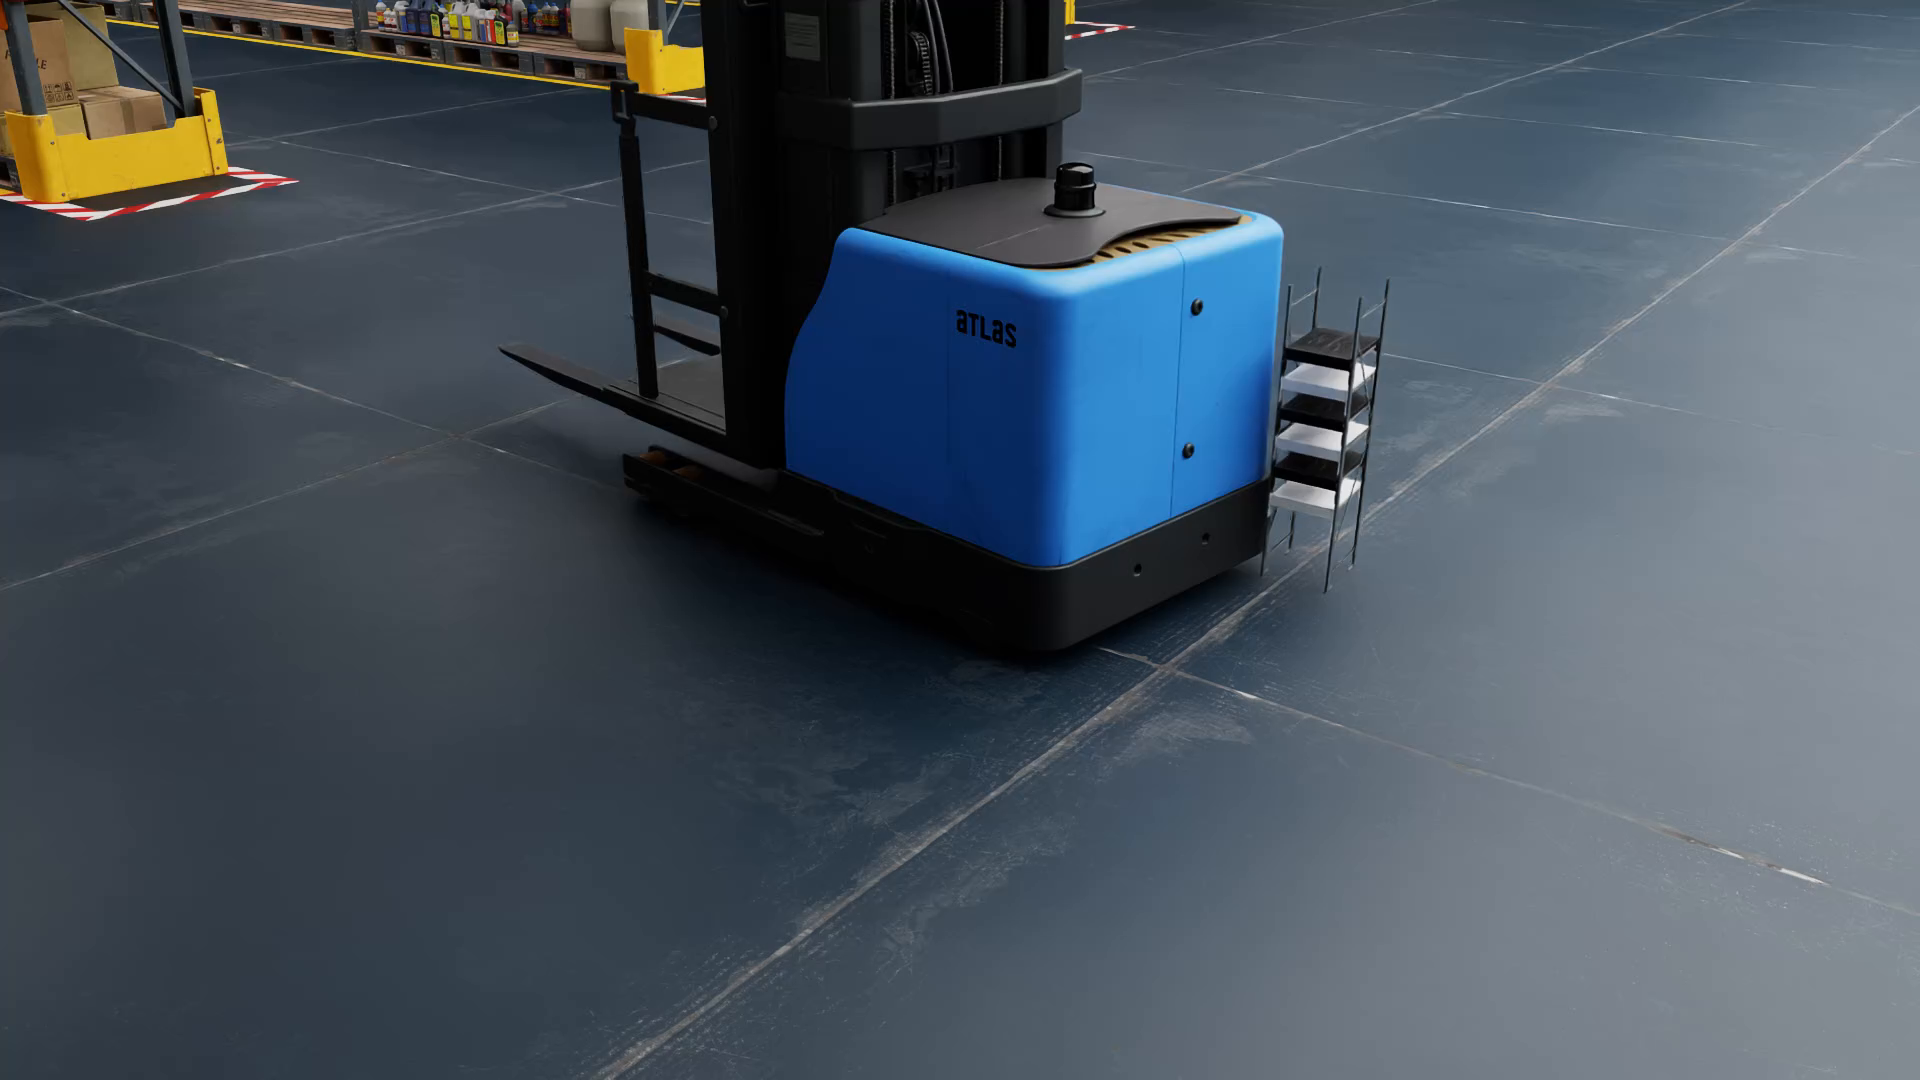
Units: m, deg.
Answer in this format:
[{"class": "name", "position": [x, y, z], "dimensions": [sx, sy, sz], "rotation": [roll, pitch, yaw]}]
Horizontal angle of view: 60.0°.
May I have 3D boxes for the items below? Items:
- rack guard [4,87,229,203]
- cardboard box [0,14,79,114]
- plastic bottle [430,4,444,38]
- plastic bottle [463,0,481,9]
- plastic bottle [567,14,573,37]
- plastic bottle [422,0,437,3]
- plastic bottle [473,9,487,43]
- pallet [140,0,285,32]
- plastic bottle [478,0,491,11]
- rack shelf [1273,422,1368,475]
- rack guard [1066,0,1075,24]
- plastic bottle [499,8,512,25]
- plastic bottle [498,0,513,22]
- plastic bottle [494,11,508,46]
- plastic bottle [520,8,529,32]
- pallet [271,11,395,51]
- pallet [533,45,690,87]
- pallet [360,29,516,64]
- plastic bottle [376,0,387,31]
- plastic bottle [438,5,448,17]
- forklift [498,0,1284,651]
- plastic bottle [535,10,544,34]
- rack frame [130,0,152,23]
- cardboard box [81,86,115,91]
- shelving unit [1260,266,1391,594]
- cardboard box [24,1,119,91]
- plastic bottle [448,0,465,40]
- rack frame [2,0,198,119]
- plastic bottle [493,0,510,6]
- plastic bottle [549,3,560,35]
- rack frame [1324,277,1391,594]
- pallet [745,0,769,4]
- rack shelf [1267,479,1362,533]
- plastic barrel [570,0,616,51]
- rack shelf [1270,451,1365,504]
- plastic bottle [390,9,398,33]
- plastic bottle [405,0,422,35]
[{"class": "rack guard", "position": [-5.099, -2.415, 10.110], "dimensions": [0.348, 0.500, 1.175], "rotation": [17, 29, 33]}, {"class": "cardboard box", "position": [-5.725, -2.875, 10.014], "dimensions": [0.500, 0.500, 0.500], "rotation": [17, 29, 33]}, {"class": "plastic bottle", "position": [-4.690, -4.659, 14.927], "dimensions": [0.133, 0.283, 0.061], "rotation": [18, 30, 36]}, {"class": "plastic bottle", "position": [-4.572, -4.921, 15.530], "dimensions": [0.135, 0.276, 0.152], "rotation": [17, 29, 33]}, {"class": "plastic bottle", "position": [-3.491, -4.646, 15.000], "dimensions": [0.097, 0.201, 0.097], "rotation": [0, 24, 0]}, {"class": "plastic bottle", "position": [-4.861, -4.835, 15.244], "dimensions": [0.185, 0.351, 0.144], "rotation": [17, 29, 33]}, {"class": "plastic bottle", "position": [-4.173, -4.523, 14.627], "dimensions": [0.135, 0.276, 0.152], "rotation": [16, 28, 32]}, {"class": "pallet", "position": [-7.949, -5.620, 17.744], "dimensions": [1.213, 0.211, 1.003], "rotation": [17, 29, 33]}, {"class": "plastic bottle", "position": [-4.503, -5.009, 15.638], "dimensions": [0.185, 0.351, 0.144], "rotation": [15, 28, 31]}, {"class": "rack shelf", "position": [1.059, -0.285, 4.855], "dimensions": [0.200, 0.077, 0.258], "rotation": [16, 29, 29]}, {"class": "rack guard", "position": [0.766, -5.634, 17.417], "dimensions": [0.348, 0.500, 1.175], "rotation": [17, 29, 33]}, {"class": "plastic bottle", "position": [-3.998, -4.527, 14.627], "dimensions": [0.133, 0.283, 0.061], "rotation": [17, 29, 33]}, {"class": "plastic bottle", "position": [-4.180, -4.825, 15.304], "dimensions": [0.133, 0.283, 0.061], "rotation": [17, 29, 33]}, {"class": "plastic bottle", "position": [-3.981, -4.445, 14.441], "dimensions": [0.133, 0.283, 0.061], "rotation": [18, 29, 35]}, {"class": "plastic bottle", "position": [-4.006, -4.802, 15.354], "dimensions": [0.097, 0.201, 0.097], "rotation": [0, 24, 0]}, {"class": "pallet", "position": [-5.997, -5.030, 16.405], "dimensions": [1.213, 0.211, 1.003], "rotation": [17, 29, 33]}, {"class": "pallet", "position": [-2.880, -4.087, 14.264], "dimensions": [1.213, 0.211, 1.003], "rotation": [17, 29, 33]}, {"class": "pallet", "position": [-4.832, -4.677, 15.603], "dimensions": [1.213, 0.211, 1.003], "rotation": [17, 29, 33]}, {"class": "plastic bottle", "position": [-5.353, -4.863, 15.405], "dimensions": [0.097, 0.271, 0.097], "rotation": [0, 24, 0]}, {"class": "plastic bottle", "position": [-4.657, -4.683, 14.998], "dimensions": [0.097, 0.271, 0.097], "rotation": [0, 24, 0]}, {"class": "forklift", "position": [-0.474, -1.544, 5.120], "dimensions": [1.130, 2.935, 3.031], "rotation": [-22, 32, -40]}, {"class": "plastic bottle", "position": [-3.842, -4.752, 15.241], "dimensions": [0.097, 0.201, 0.097], "rotation": [0, 24, 0]}, {"class": "rack frame", "position": [-8.546, -7.096, 17.635], "dimensions": [0.127, 3.000, 1.000], "rotation": [17, 29, 33]}, {"class": "cardboard box", "position": [-5.816, -2.819, 10.818], "dimensions": [0.500, 0.250, 0.500], "rotation": [17, 29, 33]}, {"class": "shelving unit", "position": [1.059, -0.315, 4.842], "dimensions": [0.210, 0.900, 0.258], "rotation": [16, 29, 29]}, {"class": "cardboard box", "position": [-5.815, -3.163, 10.668], "dimensions": [0.500, 0.500, 0.500], "rotation": [17, 29, 33]}, {"class": "plastic bottle", "position": [-4.457, -4.640, 14.802], "dimensions": [0.185, 0.351, 0.144], "rotation": [17, 29, 33]}, {"class": "rack frame", "position": [-5.118, -3.564, 9.620], "dimensions": [0.127, 3.000, 1.000], "rotation": [17, 29, 33]}, {"class": "plastic bottle", "position": [-4.245, -4.931, 15.460], "dimensions": [0.185, 0.351, 0.144], "rotation": [17, 29, 33]}, {"class": "plastic bottle", "position": [-3.682, -4.736, 15.117], "dimensions": [0.097, 0.271, 0.097], "rotation": [0, 24, 0]}, {"class": "rack frame", "position": [1.145, -0.291, 4.792], "dimensions": [0.006, 0.900, 0.240], "rotation": [16, 29, 29]}, {"class": "pallet", "position": [-1.816, -6.300, 19.286], "dimensions": [1.213, 0.211, 1.003], "rotation": [17, 29, 33]}, {"class": "rack shelf", "position": [1.056, -0.122, 4.931], "dimensions": [0.200, 0.077, 0.258], "rotation": [16, 29, 29]}, {"class": "plastic barrel", "position": [-3.118, -4.471, 14.242], "dimensions": [0.421, 0.512, 0.421], "rotation": [0, 24, 0]}, {"class": "rack shelf", "position": [1.057, -0.203, 4.893], "dimensions": [0.200, 0.077, 0.258], "rotation": [16, 29, 29]}, {"class": "plastic bottle", "position": [-5.190, -4.782, 15.308], "dimensions": [0.097, 0.201, 0.097], "rotation": [0, 24, 0]}, {"class": "plastic bottle", "position": [-4.948, -4.789, 15.138], "dimensions": [0.185, 0.351, 0.144], "rotation": [18, 29, 35]}]
